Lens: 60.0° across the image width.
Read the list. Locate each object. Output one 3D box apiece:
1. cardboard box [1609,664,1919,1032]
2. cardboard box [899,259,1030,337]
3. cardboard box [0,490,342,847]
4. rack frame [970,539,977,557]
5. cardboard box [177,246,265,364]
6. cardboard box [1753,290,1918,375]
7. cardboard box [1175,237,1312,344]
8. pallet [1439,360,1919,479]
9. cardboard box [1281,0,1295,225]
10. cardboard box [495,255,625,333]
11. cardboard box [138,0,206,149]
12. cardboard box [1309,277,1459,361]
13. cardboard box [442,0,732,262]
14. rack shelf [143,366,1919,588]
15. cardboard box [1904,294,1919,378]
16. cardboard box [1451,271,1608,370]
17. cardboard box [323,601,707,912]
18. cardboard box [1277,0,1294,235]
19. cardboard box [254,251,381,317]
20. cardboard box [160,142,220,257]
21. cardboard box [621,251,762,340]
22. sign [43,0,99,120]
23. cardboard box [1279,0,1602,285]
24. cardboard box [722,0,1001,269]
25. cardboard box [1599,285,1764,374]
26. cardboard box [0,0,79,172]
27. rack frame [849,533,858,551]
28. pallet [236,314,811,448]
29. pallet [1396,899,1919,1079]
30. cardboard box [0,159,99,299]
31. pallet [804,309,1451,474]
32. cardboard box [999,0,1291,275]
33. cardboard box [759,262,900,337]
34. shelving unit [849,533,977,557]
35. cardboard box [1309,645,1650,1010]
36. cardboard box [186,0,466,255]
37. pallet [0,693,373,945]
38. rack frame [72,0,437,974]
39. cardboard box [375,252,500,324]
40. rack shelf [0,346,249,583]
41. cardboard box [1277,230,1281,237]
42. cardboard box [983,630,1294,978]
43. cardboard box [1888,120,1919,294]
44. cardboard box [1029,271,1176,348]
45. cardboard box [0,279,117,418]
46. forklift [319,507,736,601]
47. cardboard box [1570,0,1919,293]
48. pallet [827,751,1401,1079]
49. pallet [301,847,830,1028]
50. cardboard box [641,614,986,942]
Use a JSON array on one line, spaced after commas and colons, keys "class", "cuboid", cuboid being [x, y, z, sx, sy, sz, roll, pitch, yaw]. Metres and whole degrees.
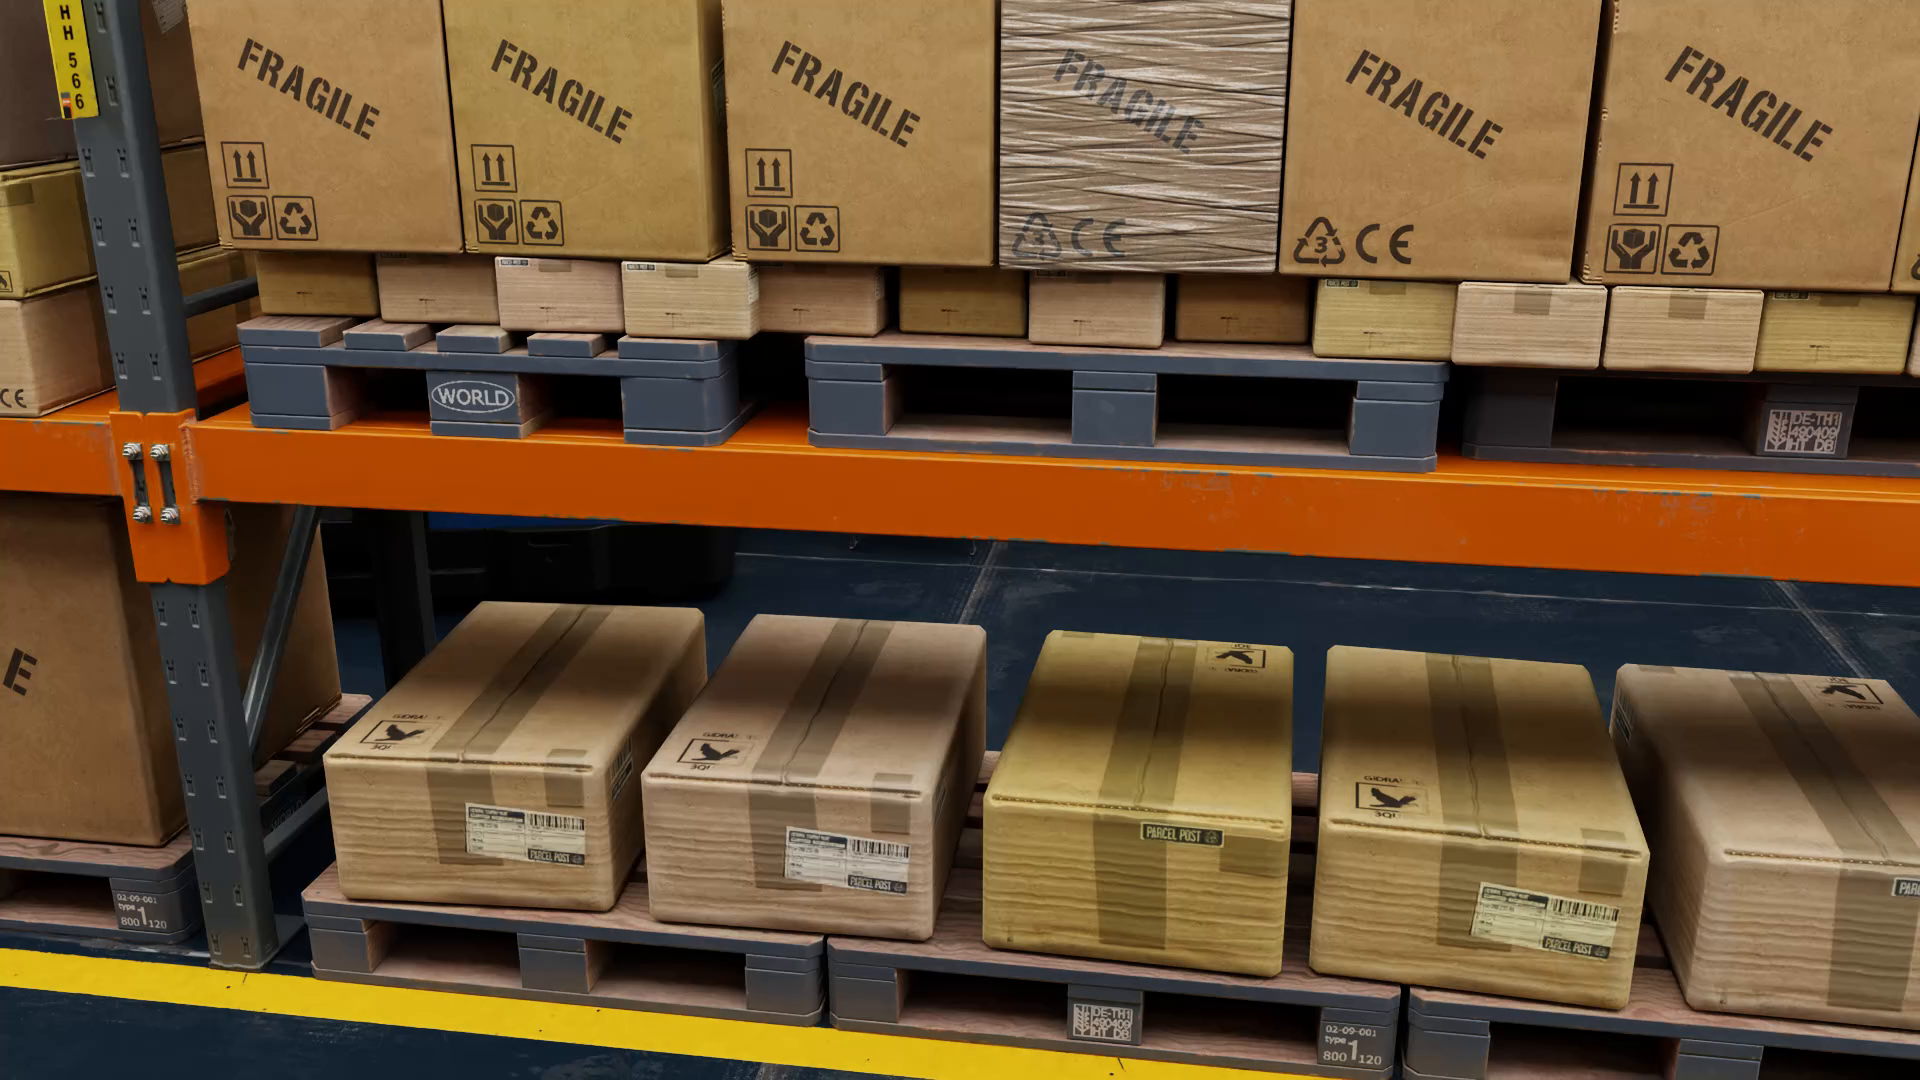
[{"class": "cardboard box", "cuboid": [1.840, 0.638, 3.649, 0.625, 0.372, 0.950, 3, 19, 9]}, {"class": "cardboard box", "cuboid": [0.040, -0.527, 3.386, 0.250, 0.149, 0.380, 4, 19, 11]}, {"class": "cardboard box", "cuboid": [-2.260, 0.163, 4.276, 0.875, 0.875, 0.875, 3, 19, 8]}, {"class": "rack frame", "cuboid": [0.077, -0.992, 6.458, 0.015, 2.100, 0.400, 3, 19, 9]}, {"class": "cardboard box", "cuboid": [-2.035, -0.617, 4.157, 0.500, 0.250, 0.500, 3, 19, 8]}, {"class": "cardboard box", "cuboid": [1.549, -0.422, 3.070, 0.250, 0.149, 0.380, 2, 19, 7]}, {"class": "cardboard box", "cuboid": [0.557, -0.504, 3.317, 0.250, 0.149, 0.380, 2, 19, 7]}, {"class": "pallet", "cuboid": [1.626, -0.377, 3.504, 1.213, 0.211, 1.003, 3, 19, 9]}, {"class": "cardboard box", "cuboid": [0.960, -0.939, 3.593, 0.500, 0.500, 0.500, 3, 19, 8]}, {"class": "cardboard box", "cuboid": [-0.763, -0.537, 3.416, 0.250, 0.149, 0.380, 2, 19, 5]}, {"class": "cardboard box", "cuboid": [-2.040, -1.208, 3.952, 0.500, 0.500, 0.500, 2, 19, 7]}, {"class": "cardboard box", "cuboid": [0.801, -0.459, 3.181, 0.250, 0.149, 0.380, 3, 19, 9]}, {"class": "cardboard box", "cuboid": [-0.668, -0.853, 3.338, 0.500, 0.500, 0.500, 4, 19, 11]}, {"class": "rack shelf", "cuboid": [0.383, -0.143, 3.637, 4.000, 0.370, 1.077, 3, 19, 9]}, {"class": "cardboard box", "cuboid": [1.806, -0.403, 3.014, 0.250, 0.149, 0.380, 3, 19, 9]}, {"class": "cardboard box", "cuboid": [1.036, -0.435, 3.111, 0.250, 0.149, 0.380, 3, 19, 9]}, {"class": "cardboard box", "cuboid": [-1.035, 0.494, 4.080, 0.625, 0.372, 0.950, 2, 19, 5]}, {"class": "cardboard box", "cuboid": [0.451, -0.961, 3.661, 0.500, 0.500, 0.500, 2, 19, 6]}, {"class": "cardboard box", "cuboid": [-1.300, -0.590, 3.574, 0.250, 0.149, 0.380, 2, 19, 5]}, {"class": "cardboard box", "cuboid": [-2.053, -0.854, 4.076, 0.500, 0.250, 0.500, 3, 19, 8]}, {"class": "cardboard box", "cuboid": [-0.495, -0.517, 3.355, 0.250, 0.149, 0.380, 3, 19, 9]}, {"class": "sign", "cuboid": [-1.676, -0.960, 3.120, 0.005, 0.325, 0.100, 3, 19, 9]}, {"class": "cardboard box", "cuboid": [0.867, -0.775, 3.104, 0.500, 0.500, 0.500, 4, 19, 11]}, {"class": "cardboard box", "cuboid": [-0.143, -0.829, 3.264, 0.500, 0.500, 0.500, 3, 19, 10]}, {"class": "cardboard box", "cuboid": [1.288, -0.424, 3.076, 0.250, 0.149, 0.380, 3, 19, 8]}, {"class": "cardboard box", "cuboid": [-2.143, -1.051, 3.482, 0.500, 0.500, 0.500, 2, 19, 7]}, {"class": "rack frame", "cuboid": [-0.404, -1.016, 6.532, 0.015, 2.100, 0.400, 3, 19, 9]}, {"class": "pallet", "cuboid": [-0.871, -0.491, 3.847, 1.003, 0.211, 1.213, 3, 19, 9]}, {"class": "pallet", "cuboid": [1.589, 0.900, 3.780, 1.213, 0.211, 1.003, 3, 19, 9]}, {"class": "cardboard box", "cuboid": [-2.110, -0.696, 3.603, 0.500, 0.250, 0.500, 3, 19, 8]}, {"class": "pallet", "cuboid": [0.370, -0.407, 3.595, 1.213, 0.211, 1.003, 3, 19, 9]}, {"class": "cardboard box", "cuboid": [0.350, -0.801, 3.182, 0.500, 0.500, 0.500, 2, 19, 7]}, {"class": "cardboard box", "cuboid": [-0.245, -0.529, 3.392, 0.250, 0.149, 0.380, 4, 19, 12]}, {"class": "shelving unit", "cuboid": [-0.163, -1.004, 6.495, 0.503, 2.100, 0.431, 3, 19, 9]}, {"class": "cardboard box", "cuboid": [1.129, 0.603, 3.754, 0.625, 0.372, 0.950, 4, 19, 12]}, {"class": "cardboard box", "cuboid": [-1.184, -0.877, 3.410, 0.500, 0.500, 0.500, 2, 19, 7]}, {"class": "pallet", "cuboid": [-2.358, 0.674, 4.455, 1.213, 0.211, 1.003, 3, 19, 9]}, {"class": "rack frame", "cuboid": [-1.591, -0.585, 3.824, 0.127, 3.000, 1.000, 3, 19, 9]}, {"class": "cardboard box", "cuboid": [-1.026, -0.566, 3.500, 0.250, 0.149, 0.380, 2, 19, 5]}, {"class": "rack shelf", "cuboid": [-3.566, -0.344, 4.239, 4.000, 0.370, 1.077, 3, 19, 9]}, {"class": "cardboard box", "cuboid": [0.834, -0.635, 3.708, 0.250, 0.149, 0.380, 3, 19, 9]}, {"class": "cardboard box", "cuboid": [0.443, 0.568, 3.857, 0.625, 0.372, 0.950, 4, 19, 10]}, {"class": "cardboard box", "cuboid": [1.865, -0.723, 2.947, 0.500, 0.500, 0.500, 3, 19, 8]}, {"class": "cardboard box", "cuboid": [0.288, -0.494, 3.285, 0.250, 0.149, 0.380, 4, 19, 10]}, {"class": "cardboard box", "cuboid": [-2.132, -0.458, 3.680, 0.500, 0.250, 0.500, 2, 19, 7]}, {"class": "forklift", "cuboid": [-2.397, -1.278, 6.002, 3.031, 2.935, 1.130, -2, 19, -6]}, {"class": "cardboard box", "cuboid": [1.376, -0.747, 3.020, 0.500, 0.500, 0.500, 3, 19, 9]}, {"class": "pallet", "cuboid": [0.381, 0.839, 3.962, 1.213, 0.211, 1.003, 3, 19, 9]}, {"class": "pallet", "cuboid": [-0.820, 0.777, 4.147, 1.213, 0.211, 1.003, 3, 19, 9]}, {"class": "cardboard box", "cuboid": [-0.305, 0.528, 3.976, 0.625, 0.372, 0.950, 3, 19, 8]}]
